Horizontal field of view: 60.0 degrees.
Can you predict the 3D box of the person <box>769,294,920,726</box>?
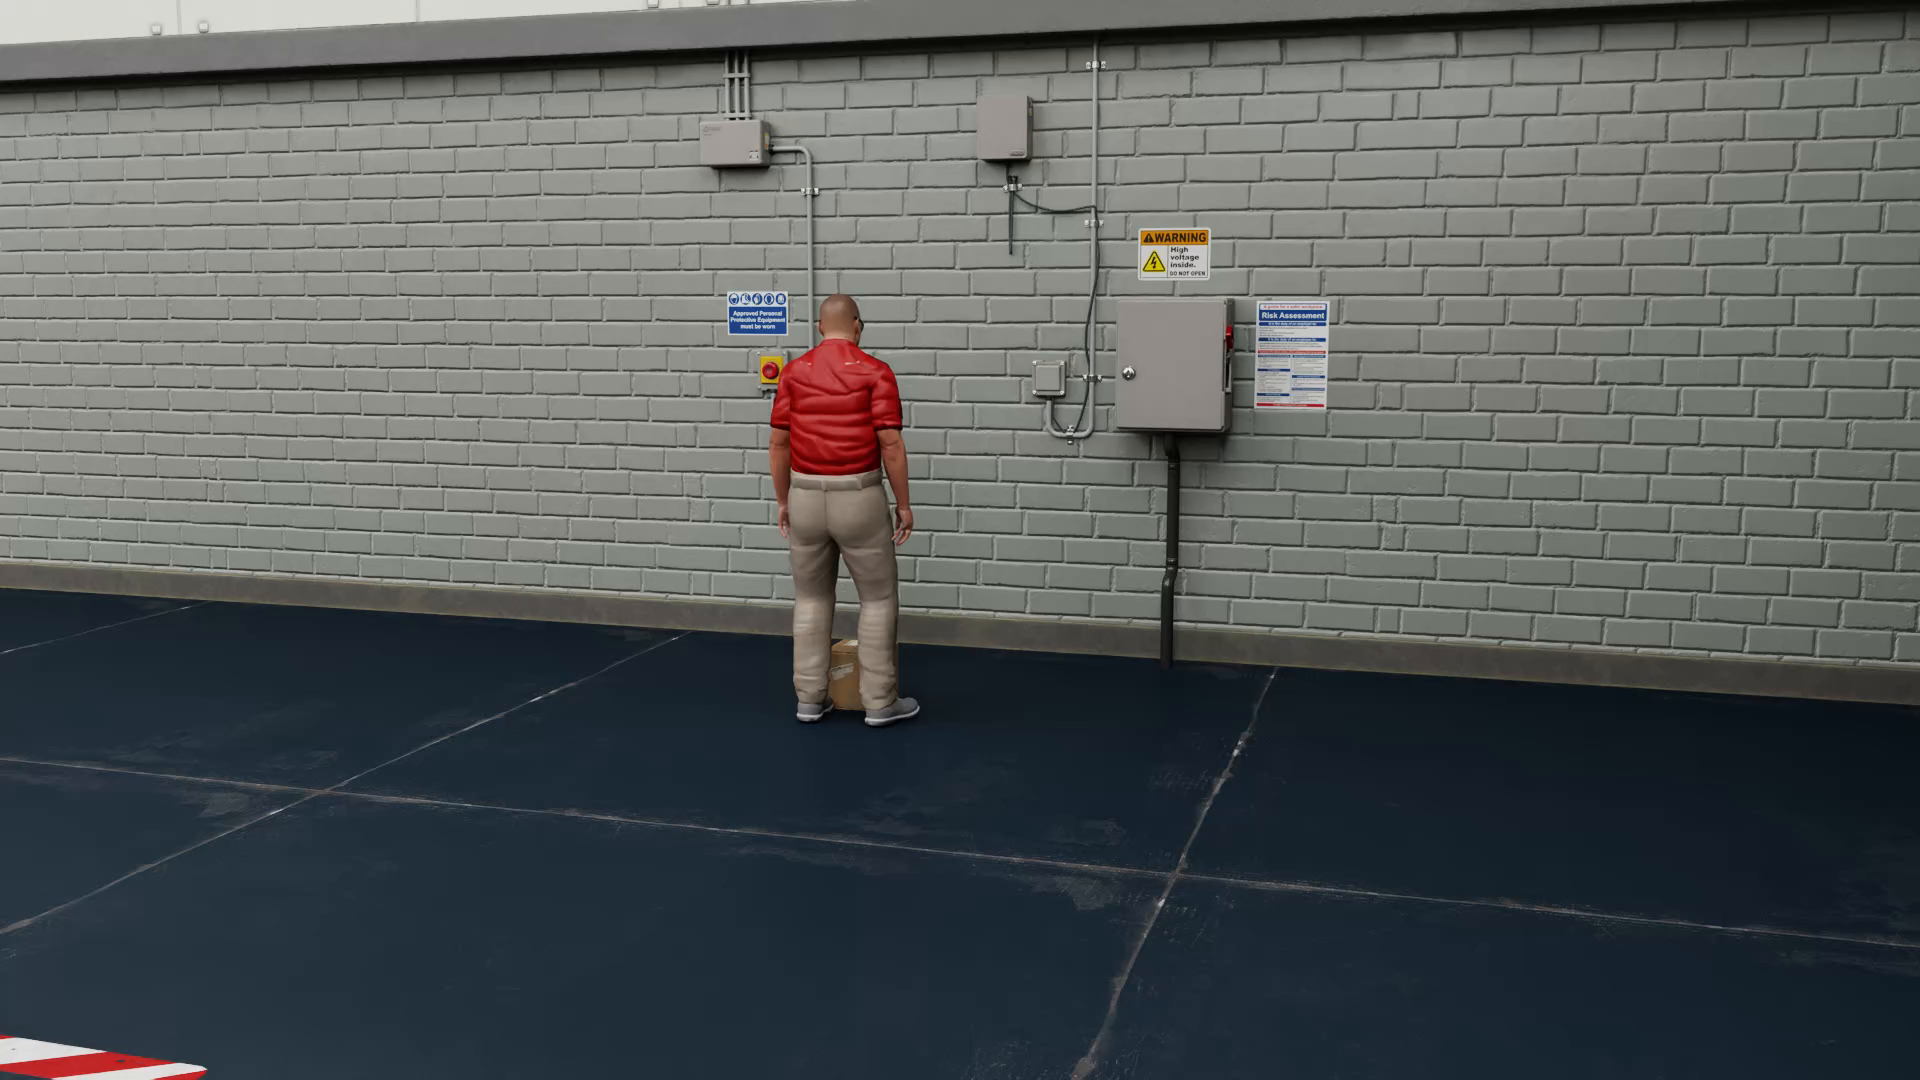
[{"bbox_3d":[-0.476,-0.123,6.721,0.583,1.727,0.394,2,9,16],"label":"person"}]
